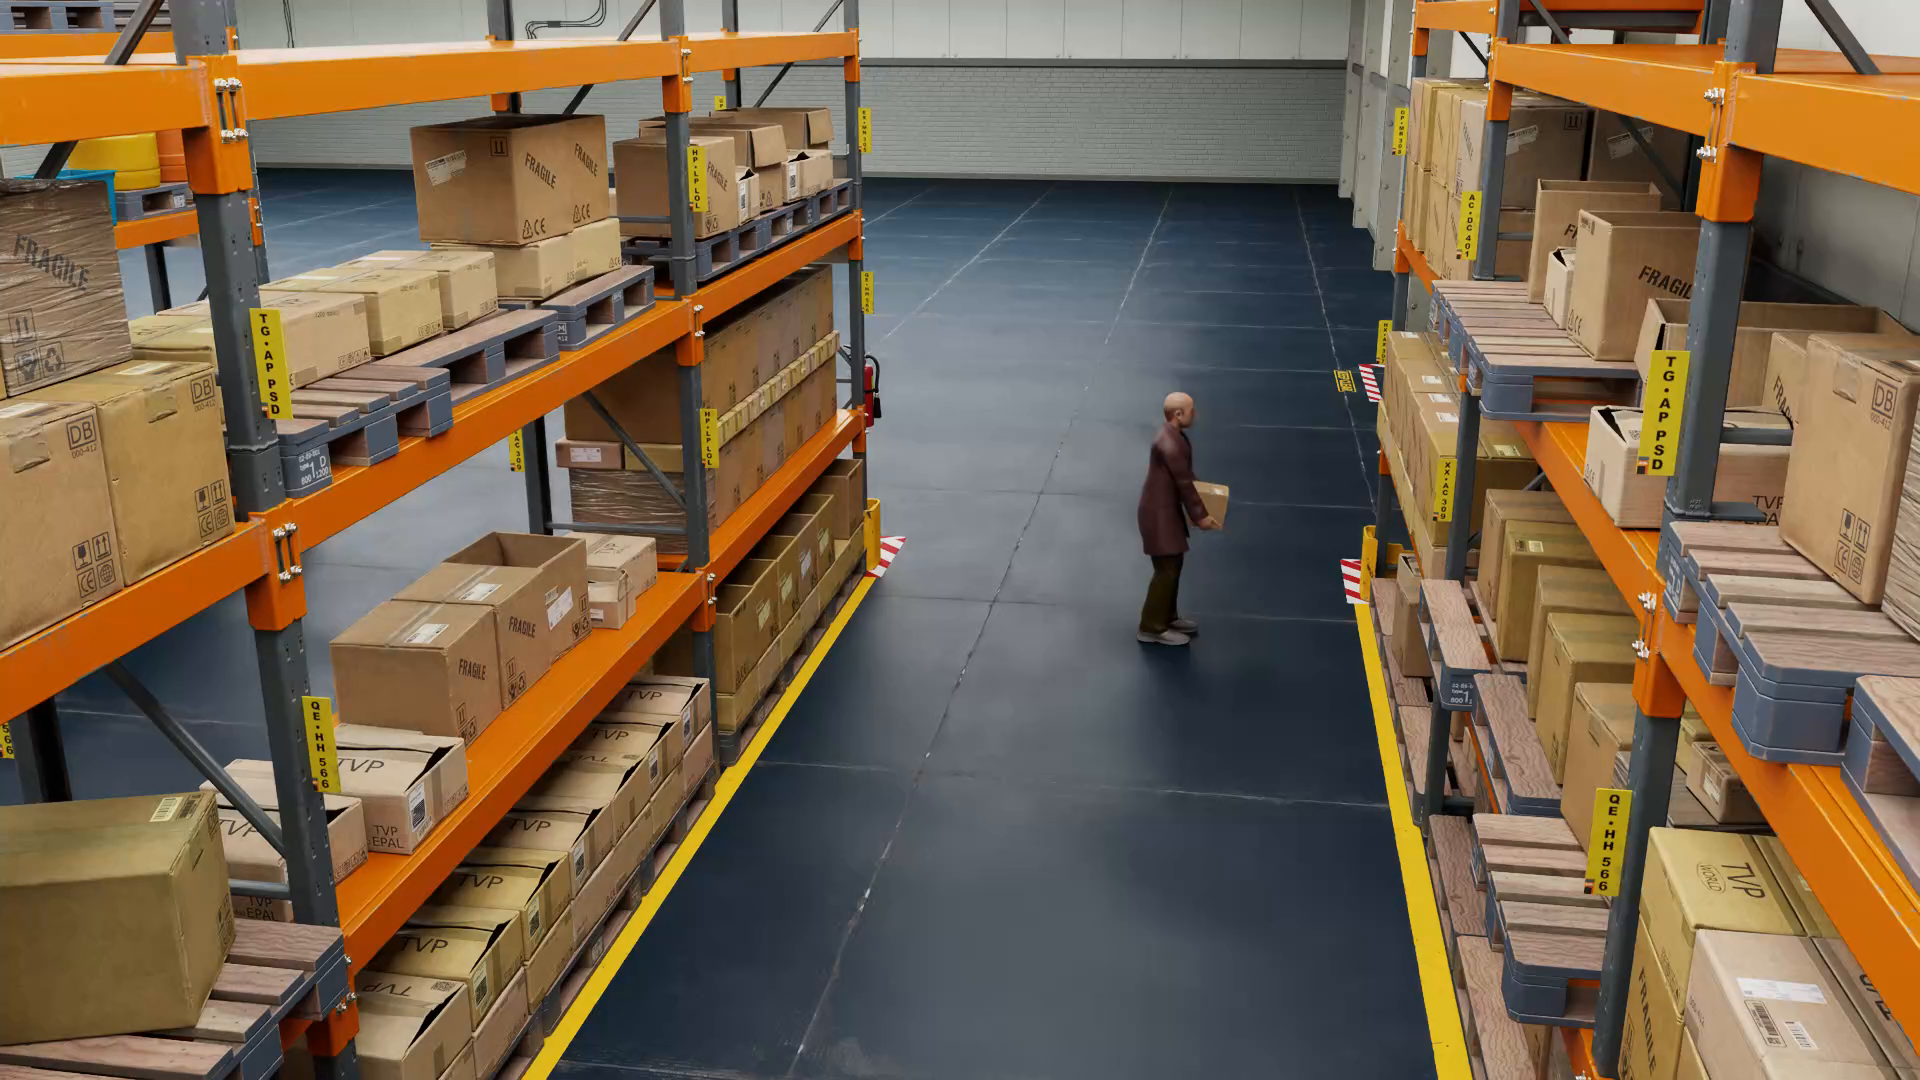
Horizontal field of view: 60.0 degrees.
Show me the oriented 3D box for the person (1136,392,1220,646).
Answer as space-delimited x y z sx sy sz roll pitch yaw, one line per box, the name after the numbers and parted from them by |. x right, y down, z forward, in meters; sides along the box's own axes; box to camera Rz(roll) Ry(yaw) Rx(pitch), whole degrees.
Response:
1.523 -0.156 11.586 0.572 1.774 0.531 2 18 8 | person
